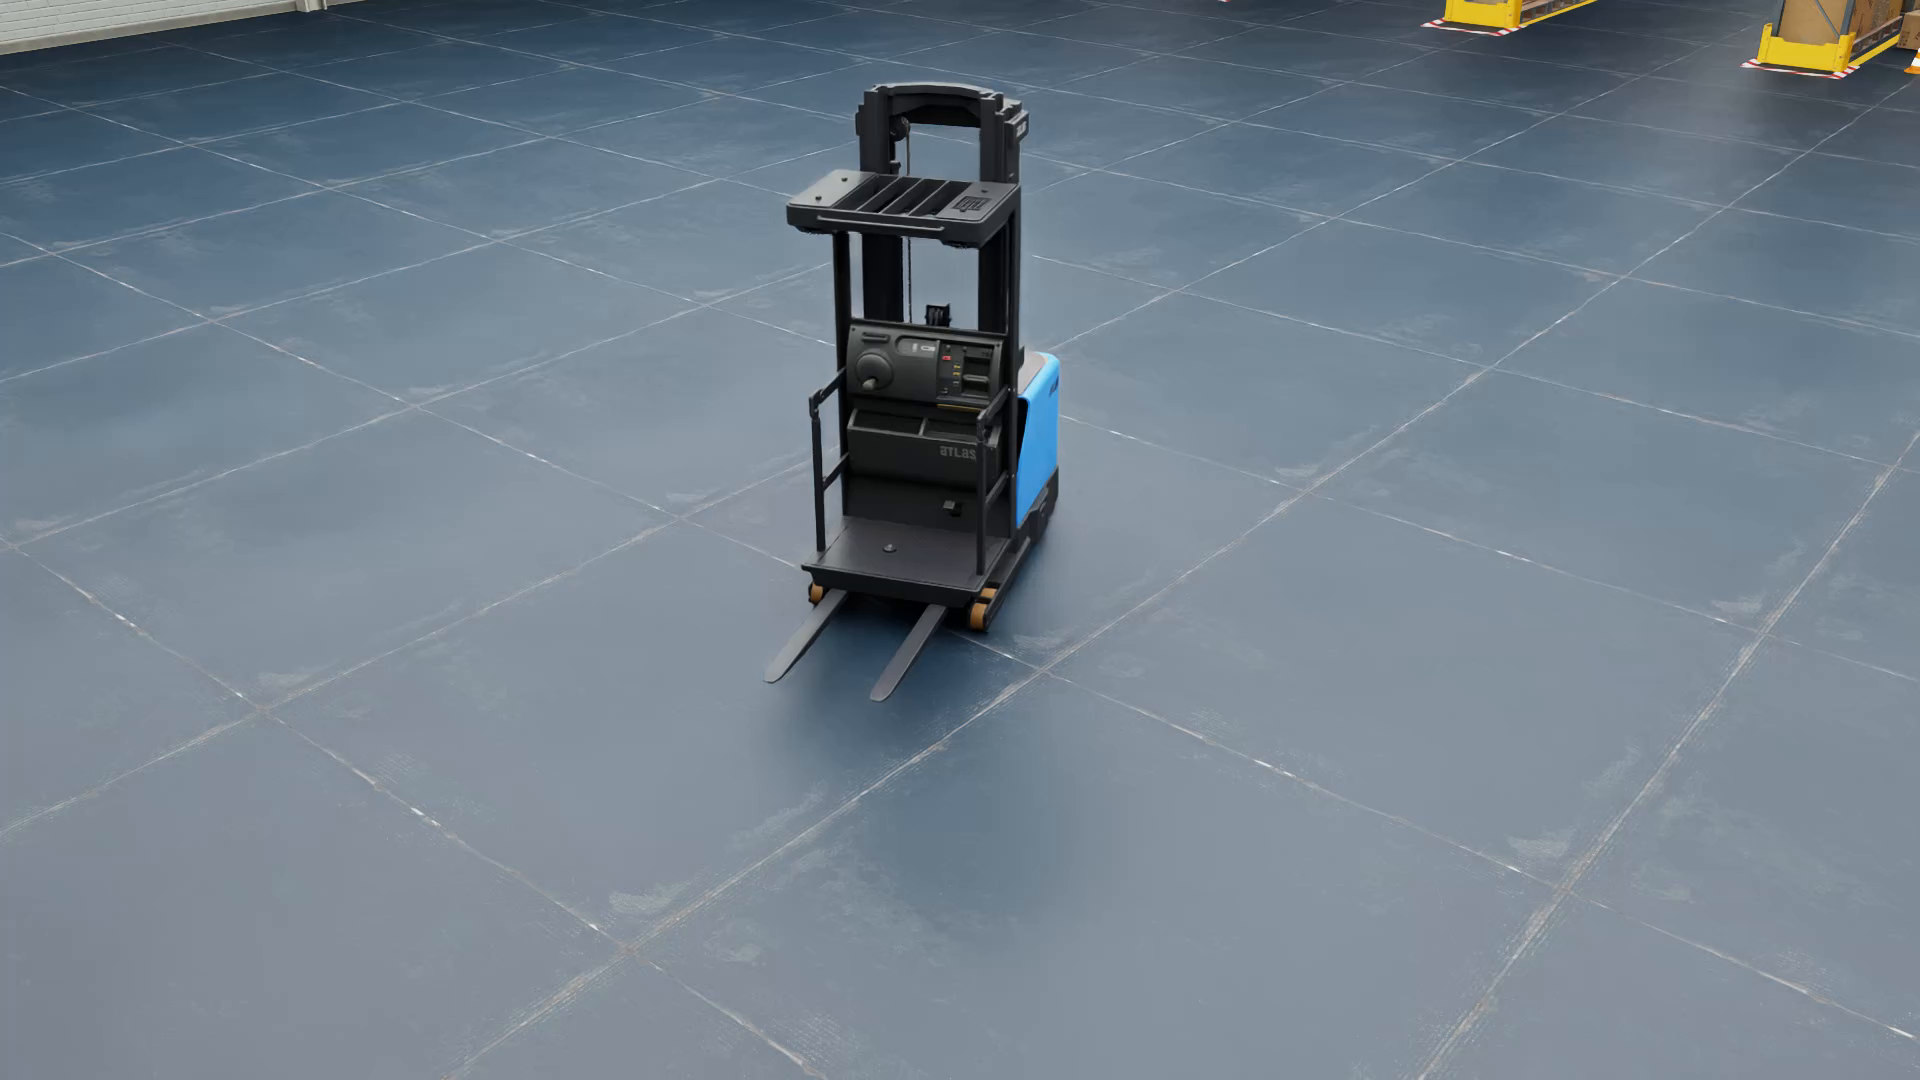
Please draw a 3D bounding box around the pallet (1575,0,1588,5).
[{"bbox_3d":[10.541,-9.614,29.105,1.003,0.211,1.213,21,34,34],"label":"pallet"}]

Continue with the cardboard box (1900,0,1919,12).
[{"bbox_3d":[15.029,-9.050,26.970,1.050,0.750,0.750,21,34,34],"label":"cardboard box"}]

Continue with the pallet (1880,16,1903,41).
[{"bbox_3d":[14.160,-8.131,26.237,1.003,0.211,1.213,21,34,34],"label":"pallet"}]

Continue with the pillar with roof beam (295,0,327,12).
[{"bbox_3d":[-7.603,-11.679,23.532,9.100,9.000,0.400,21,34,34],"label":"pillar with roof beam"}]

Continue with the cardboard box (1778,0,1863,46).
[{"bbox_3d":[12.540,-7.700,24.226,0.875,0.875,0.875,21,34,35],"label":"cardboard box"}]

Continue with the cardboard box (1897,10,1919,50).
[{"bbox_3d":[14.508,-7.656,25.003,0.500,0.500,0.500,-21,34,-35],"label":"cardboard box"}]

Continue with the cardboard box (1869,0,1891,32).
[{"bbox_3d":[13.680,-8.335,25.454,0.875,0.875,0.875,21,34,35],"label":"cardboard box"}]

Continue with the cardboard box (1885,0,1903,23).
[{"bbox_3d":[14.250,-8.656,26.073,0.875,0.875,0.875,21,34,35],"label":"cardboard box"}]

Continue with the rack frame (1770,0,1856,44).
[{"bbox_3d":[12.160,-8.198,23.332,1.000,3.000,0.127,21,34,34],"label":"rack frame"}]

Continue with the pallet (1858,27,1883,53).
[{"bbox_3d":[13.384,-7.696,25.397,1.003,0.211,1.213,21,34,34],"label":"pallet"}]

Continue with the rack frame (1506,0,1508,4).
[{"bbox_3d":[8.397,-9.683,26.203,1.000,3.000,0.127,21,34,34],"label":"rack frame"}]

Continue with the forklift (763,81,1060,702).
[{"bbox_3d":[-0.271,-0.973,9.442,1.130,2.935,3.031,8,28,16],"label":"forklift"}]

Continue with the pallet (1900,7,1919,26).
[{"bbox_3d":[15.137,-8.673,27.285,1.003,0.211,1.213,21,34,34],"label":"pallet"}]

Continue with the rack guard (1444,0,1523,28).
[{"bbox_3d":[8.445,-8.600,26.830,1.175,0.500,0.348,21,34,34],"label":"rack guard"}]

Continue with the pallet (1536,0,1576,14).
[{"bbox_3d":[9.765,-9.180,28.265,1.003,0.211,1.213,21,34,34],"label":"pallet"}]

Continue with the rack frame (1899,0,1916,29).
[{"bbox_3d":[14.704,-9.616,26.073,1.000,3.000,0.127,21,34,34],"label":"rack frame"}]

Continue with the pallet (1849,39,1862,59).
[{"bbox_3d":[12.608,-7.265,24.565,1.003,0.211,1.213,21,34,34],"label":"pallet"}]

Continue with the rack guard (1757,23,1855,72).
[{"bbox_3d":[12.144,-7.079,23.890,1.175,0.500,0.348,21,34,34],"label":"rack guard"}]

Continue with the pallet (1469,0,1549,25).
[{"bbox_3d":[8.989,-8.749,27.433,1.003,0.211,1.213,21,34,34],"label":"pallet"}]

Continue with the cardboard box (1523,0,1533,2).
[{"bbox_3d":[9.161,-9.198,27.529,0.500,0.500,0.500,-18,32,-31],"label":"cardboard box"}]

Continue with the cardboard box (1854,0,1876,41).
[{"bbox_3d":[13.098,-8.013,24.830,0.875,0.875,0.875,20,34,34],"label":"cardboard box"}]

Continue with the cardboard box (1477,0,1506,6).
[{"bbox_3d":[8.807,-8.976,27.100,0.500,0.500,0.500,-21,34,-35],"label":"cardboard box"}]

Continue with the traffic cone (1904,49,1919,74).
[{"bbox_3d":[13.593,-6.844,23.476,0.336,0.463,0.334,21,34,34],"label":"traffic cone"}]
